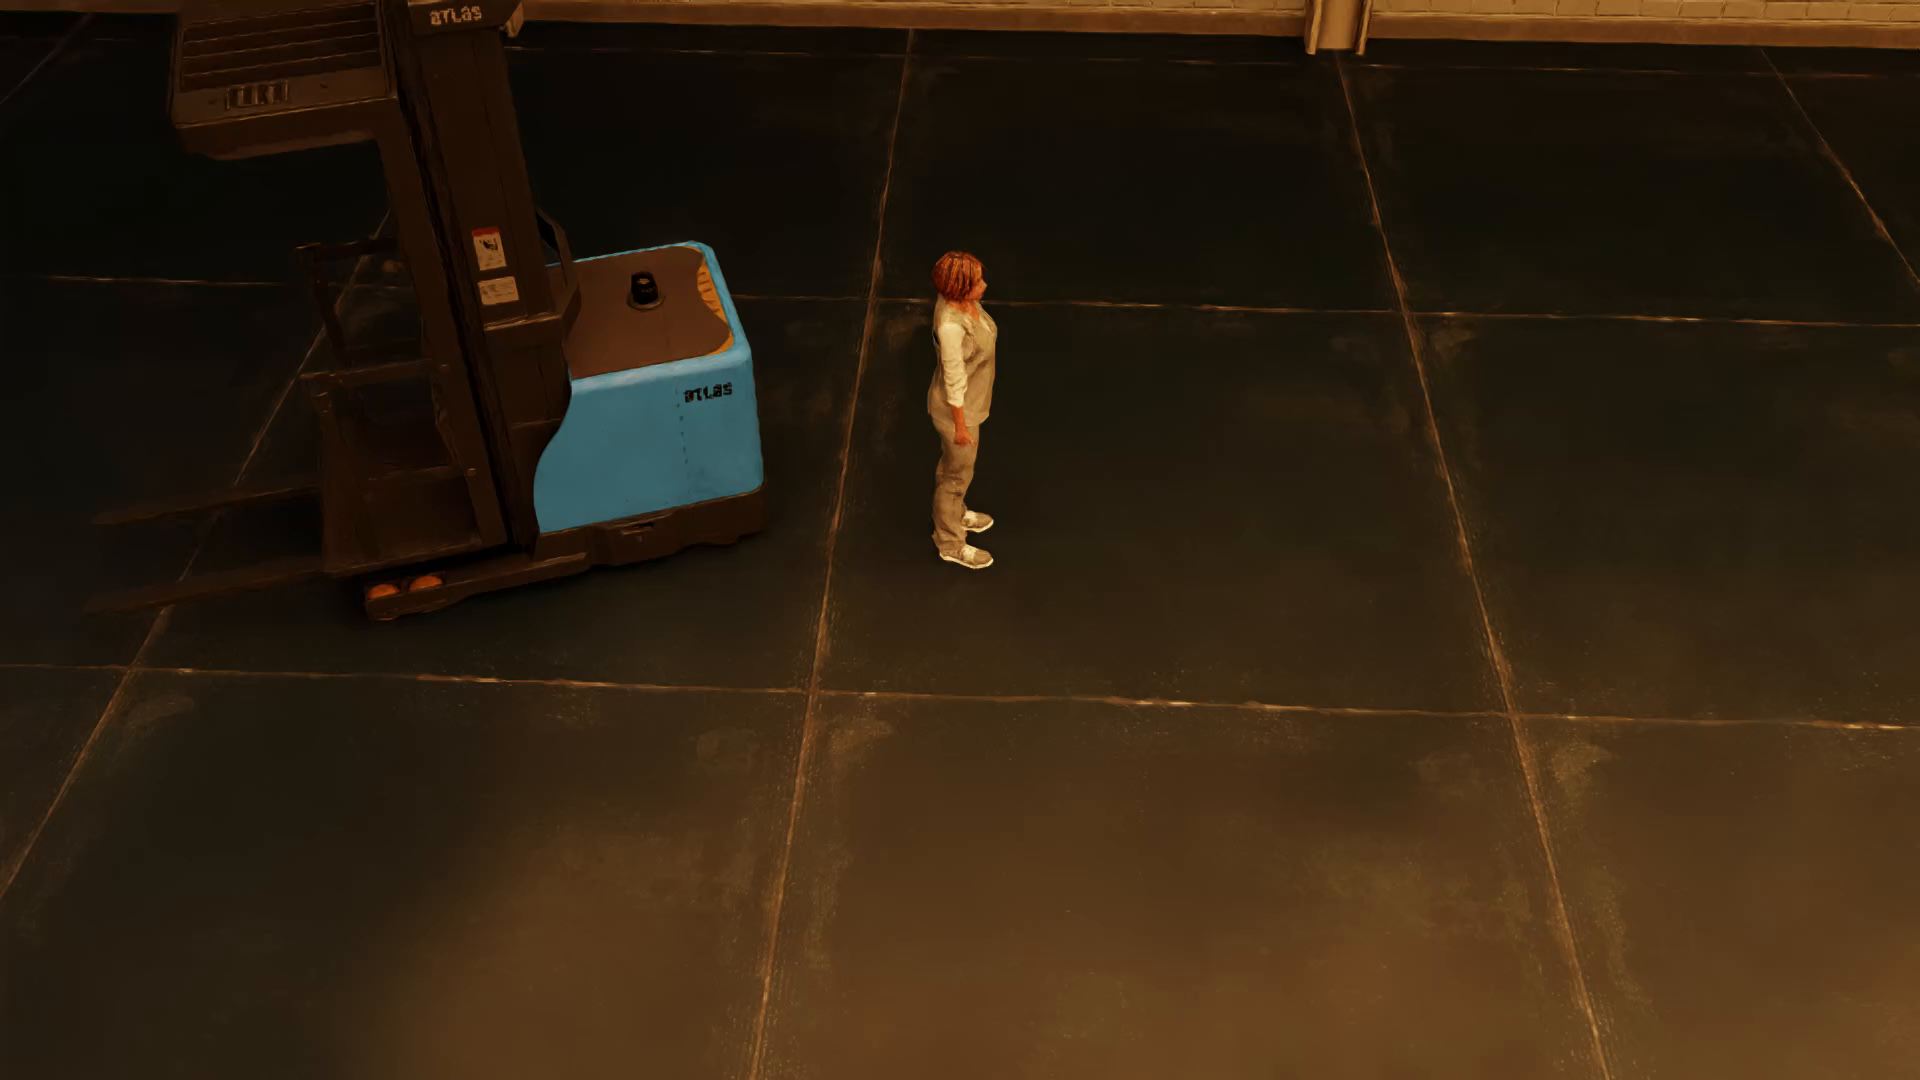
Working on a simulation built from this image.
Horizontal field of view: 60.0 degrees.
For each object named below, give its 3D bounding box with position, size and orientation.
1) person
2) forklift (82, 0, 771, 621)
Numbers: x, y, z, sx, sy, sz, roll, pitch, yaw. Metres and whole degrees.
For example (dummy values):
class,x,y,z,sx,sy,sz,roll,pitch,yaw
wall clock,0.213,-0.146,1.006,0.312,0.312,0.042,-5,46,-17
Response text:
class,x,y,z,sx,sy,sz,roll,pitch,yaw
person,0.009,-0.591,7.377,0.310,1.604,0.405,2,42,2
forklift,-2.475,-1.119,6.968,3.031,2.935,1.130,-12,44,-13
